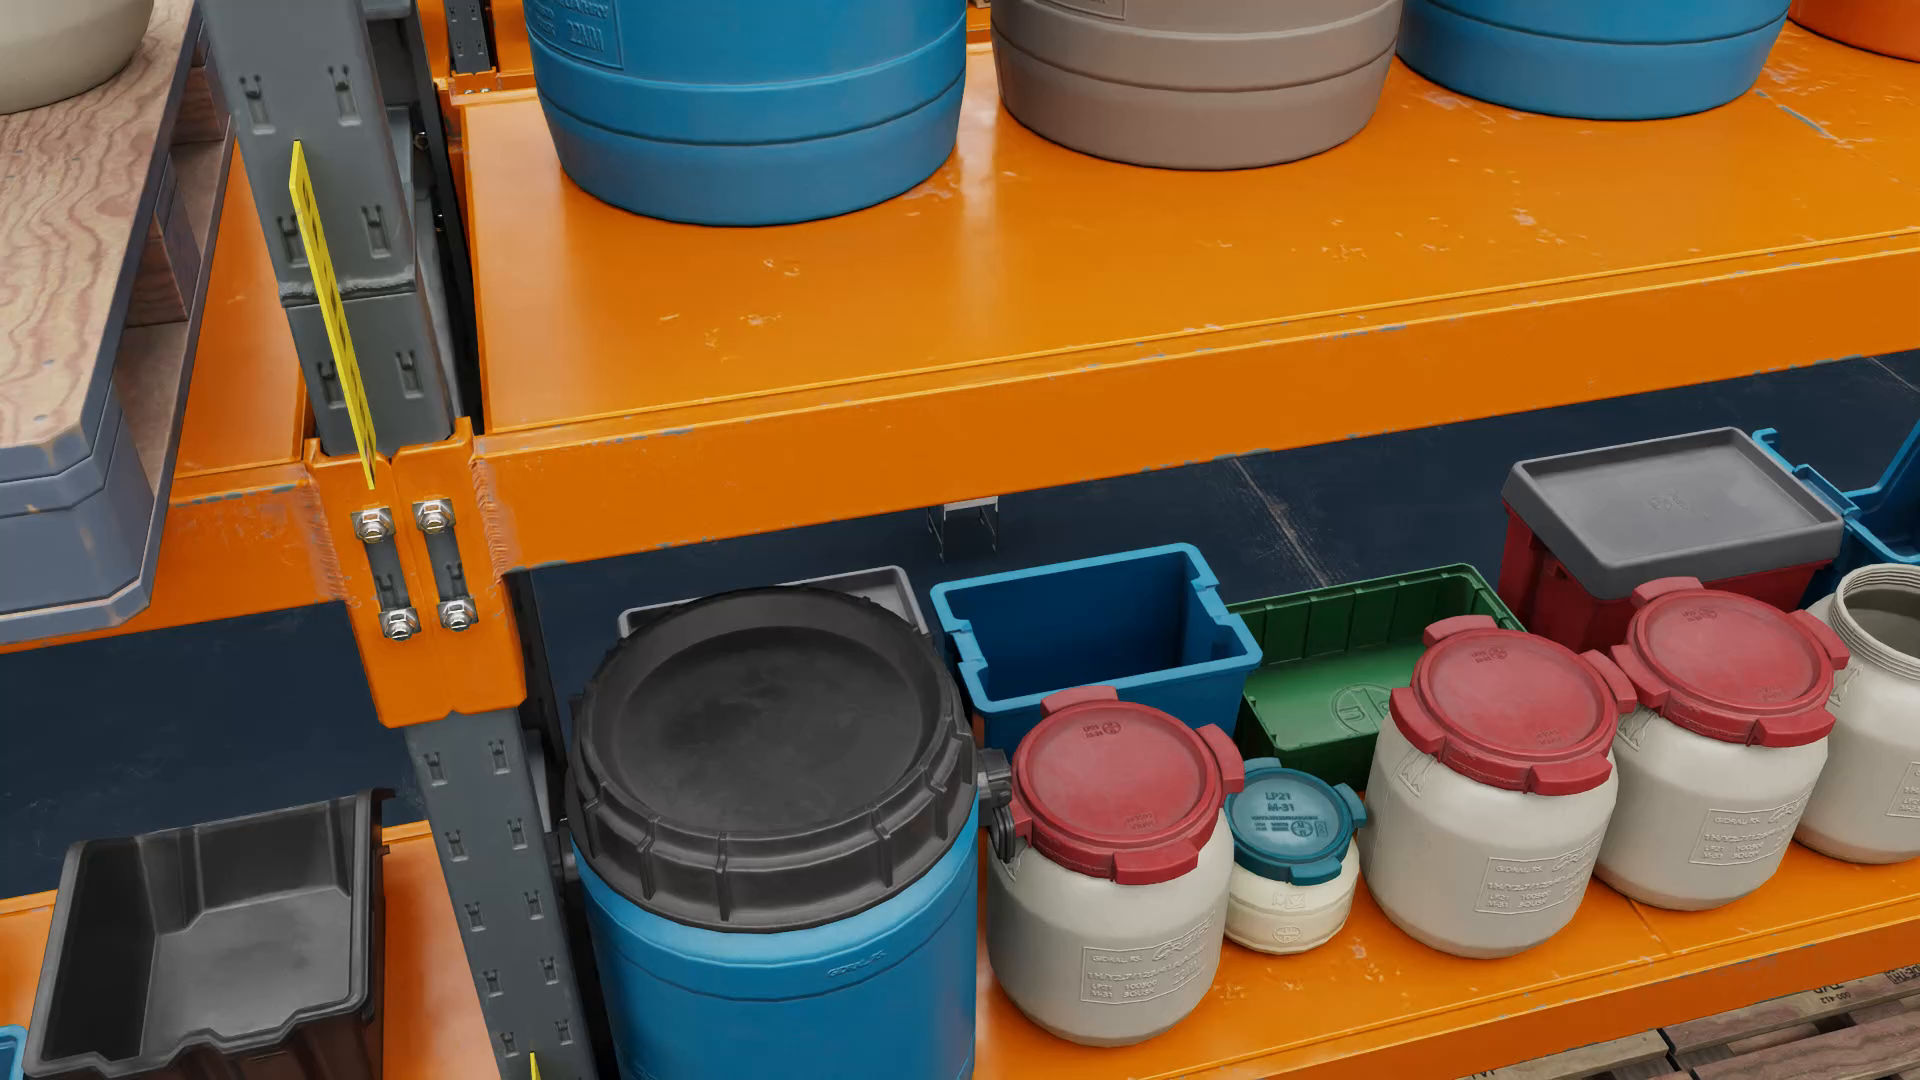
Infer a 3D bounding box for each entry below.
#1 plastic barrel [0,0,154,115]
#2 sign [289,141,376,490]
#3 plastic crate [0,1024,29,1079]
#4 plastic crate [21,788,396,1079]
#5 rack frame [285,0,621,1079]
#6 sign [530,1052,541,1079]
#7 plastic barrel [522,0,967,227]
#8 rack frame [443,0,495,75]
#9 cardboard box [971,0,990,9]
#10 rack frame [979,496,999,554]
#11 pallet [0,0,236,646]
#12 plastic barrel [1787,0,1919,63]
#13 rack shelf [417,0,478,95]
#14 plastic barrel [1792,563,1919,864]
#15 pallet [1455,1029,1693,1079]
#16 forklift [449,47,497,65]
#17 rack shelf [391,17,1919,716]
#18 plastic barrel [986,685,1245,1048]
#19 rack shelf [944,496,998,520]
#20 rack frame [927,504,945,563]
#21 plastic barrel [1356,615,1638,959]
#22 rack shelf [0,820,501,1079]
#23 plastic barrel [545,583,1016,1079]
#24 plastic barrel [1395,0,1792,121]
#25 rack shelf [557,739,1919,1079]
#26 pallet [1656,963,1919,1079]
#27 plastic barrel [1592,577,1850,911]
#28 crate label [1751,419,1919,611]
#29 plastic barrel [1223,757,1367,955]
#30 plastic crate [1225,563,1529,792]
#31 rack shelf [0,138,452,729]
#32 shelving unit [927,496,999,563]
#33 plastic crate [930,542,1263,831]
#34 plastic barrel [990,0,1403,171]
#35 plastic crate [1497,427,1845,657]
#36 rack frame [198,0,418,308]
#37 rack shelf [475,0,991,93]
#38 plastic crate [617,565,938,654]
[{"bbox_3d":[-1.190,-0.785,1.901,0.421,0.512,0.421,0,37,0],"label":"plastic barrel"},{"bbox_3d":[-0.591,-0.206,1.574,0.005,0.325,0.100,-9,38,-12],"label":"sign"},{"bbox_3d":[-1.721,1.058,2.520,0.616,0.251,0.499,-9,38,-12],"label":"plastic crate"},{"bbox_3d":[-1.262,0.698,2.920,0.504,0.338,0.767,-9,38,-12],"label":"plastic crate"},{"bbox_3d":[-0.723,0.665,2.912,0.127,3.000,1.000,-9,38,-12],"label":"rack frame"},{"bbox_3d":[-0.591,0.879,2.404,0.005,0.325,0.100,-9,38,-12],"label":"sign"},{"bbox_3d":[-0.289,-0.934,2.120,0.708,0.901,0.600,-9,38,-12],"label":"plastic barrel"},{"bbox_3d":[-2.011,-2.241,6.711,0.127,3.000,1.000,-9,38,-12],"label":"rack frame"},{"bbox_3d":[0.235,-2.639,7.149,0.500,0.500,0.500,-11,39,-14],"label":"cardboard box"},{"bbox_3d":[0.106,-0.375,5.999,0.006,0.900,0.240,-9,38,-12],"label":"rack frame"},{"bbox_3d":[-1.394,-0.280,1.834,1.003,0.211,1.213,-9,38,-12],"label":"pallet"},{"bbox_3d":[1.658,-1.225,2.560,0.708,0.830,0.600,-9,38,-12],"label":"plastic barrel"},{"bbox_3d":[-3.942,-1.639,6.516,4.000,0.370,1.077,-9,38,-12],"label":"rack shelf"},{"bbox_3d":[1.794,0.342,3.243,0.421,0.512,0.421,0,37,0],"label":"plastic barrel"},{"bbox_3d":[1.205,1.430,4.207,1.213,0.211,1.003,-9,38,-12],"label":"pallet"},{"bbox_3d":[-3.340,-3.502,8.415,3.031,2.935,1.130,-10,38,-12],"label":"forklift"},{"bbox_3d":[1.208,-0.558,2.634,4.000,0.370,1.077,-9,38,-12],"label":"rack shelf"},{"bbox_3d":[0.258,0.588,2.901,0.433,0.535,0.433,0,37,0],"label":"plastic barrel"},{"bbox_3d":[0.008,-0.189,6.108,0.200,0.077,0.258,-9,38,-12],"label":"rack shelf"},{"bbox_3d":[-0.090,-0.343,5.957,0.006,0.900,0.240,-9,38,-12],"label":"rack frame"},{"bbox_3d":[0.966,0.472,3.053,0.433,0.535,0.433,0,37,0],"label":"plastic barrel"},{"bbox_3d":[-2.654,1.267,2.717,4.000,0.370,1.077,-9,38,-12],"label":"rack shelf"},{"bbox_3d":[-0.271,0.582,2.608,0.708,0.901,0.600,-9,38,-12],"label":"plastic barrel"},{"bbox_3d":[0.974,-1.141,2.391,0.708,0.901,0.600,-9,38,-12],"label":"plastic barrel"},{"bbox_3d":[1.208,0.634,3.545,4.000,0.370,1.077,-9,38,-12],"label":"rack shelf"},{"bbox_3d":[2.380,1.238,4.457,1.213,0.211,1.003,-9,38,-12],"label":"pallet"},{"bbox_3d":[1.384,0.403,3.143,0.433,0.535,0.433,0,37,0],"label":"plastic barrel"},{"bbox_3d":[2.109,0.016,3.732,0.616,0.435,0.502,-9,38,-12],"label":"crate label"},{"bbox_3d":[0.595,0.600,3.111,0.301,0.262,0.301,0,37,0],"label":"plastic barrel"},{"bbox_3d":[0.884,0.307,3.554,0.662,0.188,0.450,-9,38,-12],"label":"plastic crate"},{"bbox_3d":[-2.654,0.076,1.805,4.000,0.370,1.077,-9,38,-12],"label":"rack shelf"},{"bbox_3d":[0.008,-0.359,5.978,0.210,0.900,0.258,-9,38,-12],"label":"shelving unit"},{"bbox_3d":[0.261,0.314,3.384,0.575,0.384,0.392,-9,38,-12],"label":"plastic crate"},{"bbox_3d":[0.343,-1.037,2.256,0.600,0.901,0.600,0,37,0],"label":"plastic barrel"},{"bbox_3d":[1.499,0.082,3.621,0.583,0.464,0.402,-9,38,-12],"label":"plastic crate"},{"bbox_3d":[-0.723,-1.718,1.090,0.127,3.000,1.000,-9,38,-12],"label":"rack frame"},{"bbox_3d":[-0.080,-2.273,7.344,4.000,0.370,1.077,-9,38,-12],"label":"rack shelf"},{"bbox_3d":[-0.336,0.383,3.228,0.583,0.464,0.402,-9,38,-12],"label":"plastic crate"}]
